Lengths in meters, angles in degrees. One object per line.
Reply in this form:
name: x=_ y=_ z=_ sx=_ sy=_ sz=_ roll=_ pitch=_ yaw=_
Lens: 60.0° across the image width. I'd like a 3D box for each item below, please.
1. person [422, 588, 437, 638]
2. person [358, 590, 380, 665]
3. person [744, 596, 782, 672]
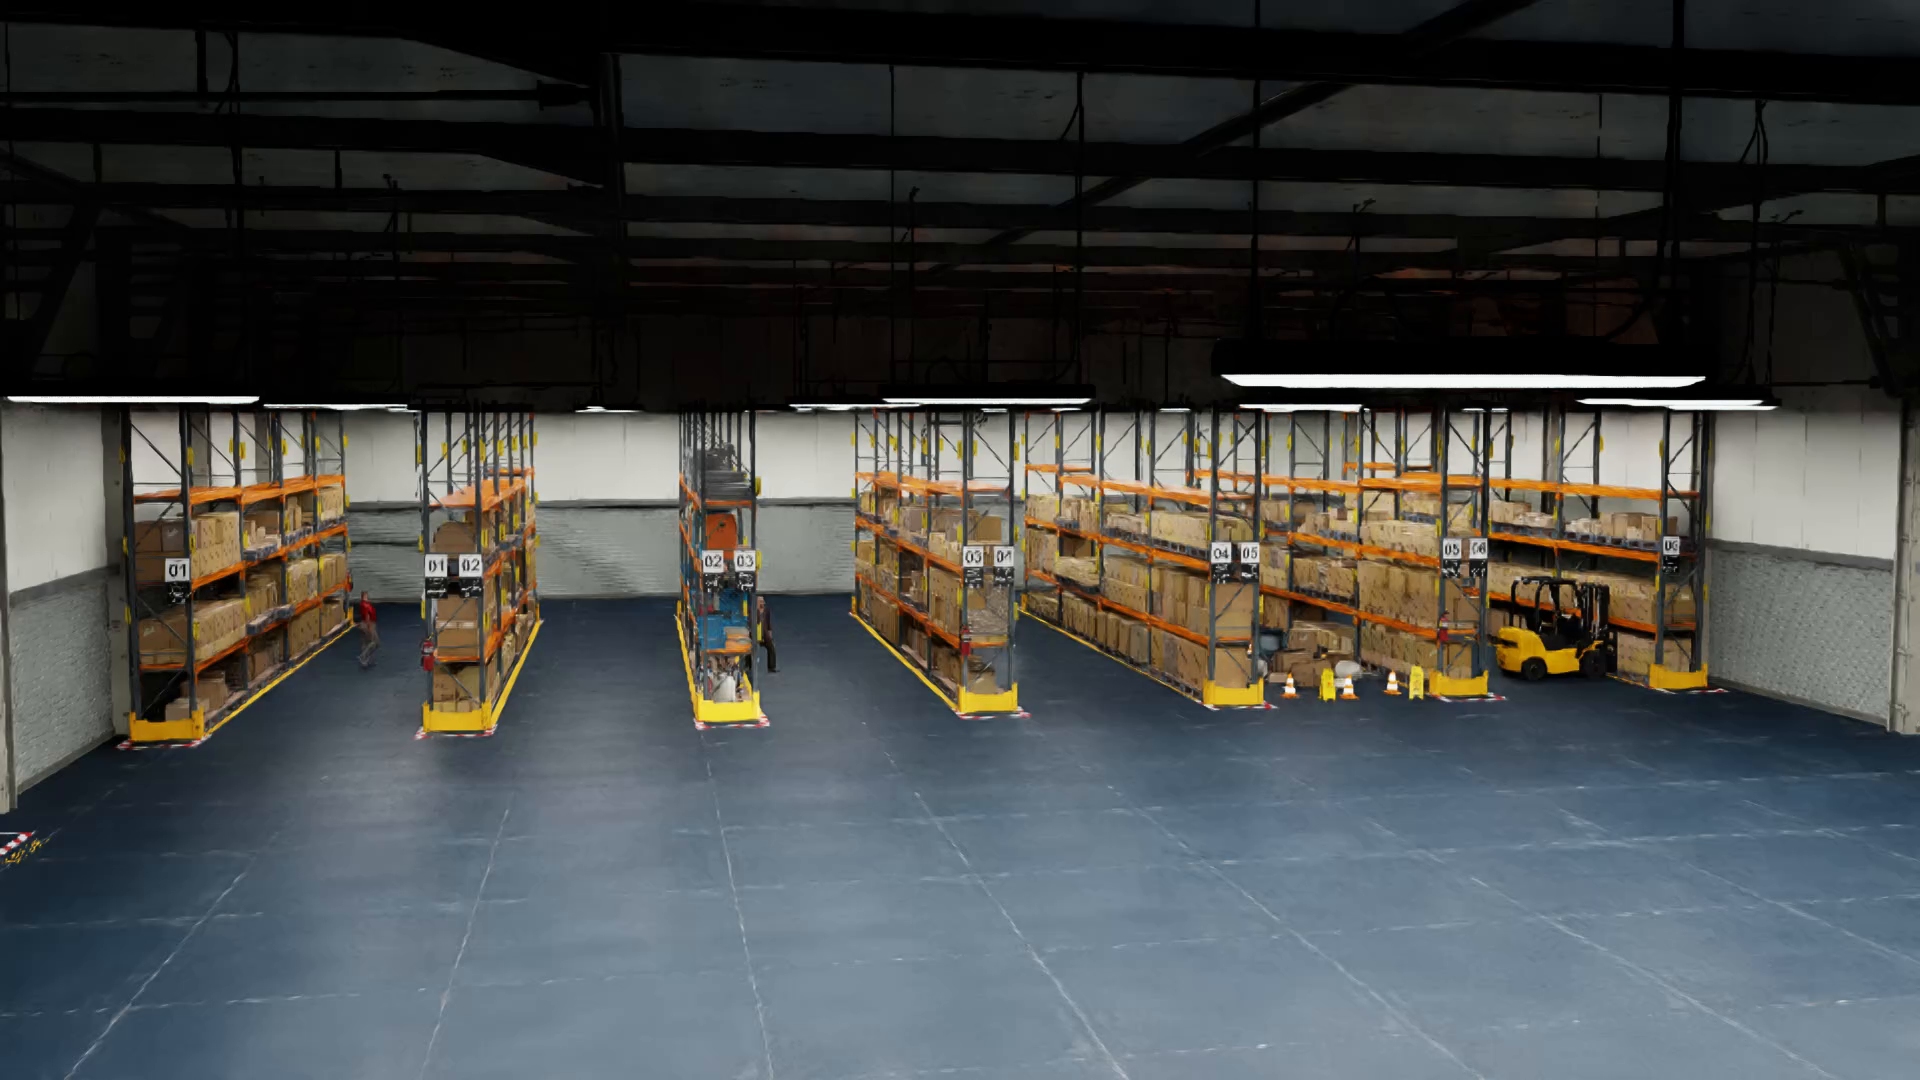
person: x=-13.119 y=1.707 z=41.724 sx=0.729 sy=1.717 sz=0.538 roll=-1 pitch=4 yaw=-12
person: x=-13.510 y=2.006 z=37.847 sx=0.459 sy=1.725 sz=0.578 roll=-3 pitch=5 yaw=-37
person: x=-4.449 y=2.080 z=36.801 sx=0.733 sy=1.716 sz=0.872 roll=-2 pitch=5 yaw=-30
